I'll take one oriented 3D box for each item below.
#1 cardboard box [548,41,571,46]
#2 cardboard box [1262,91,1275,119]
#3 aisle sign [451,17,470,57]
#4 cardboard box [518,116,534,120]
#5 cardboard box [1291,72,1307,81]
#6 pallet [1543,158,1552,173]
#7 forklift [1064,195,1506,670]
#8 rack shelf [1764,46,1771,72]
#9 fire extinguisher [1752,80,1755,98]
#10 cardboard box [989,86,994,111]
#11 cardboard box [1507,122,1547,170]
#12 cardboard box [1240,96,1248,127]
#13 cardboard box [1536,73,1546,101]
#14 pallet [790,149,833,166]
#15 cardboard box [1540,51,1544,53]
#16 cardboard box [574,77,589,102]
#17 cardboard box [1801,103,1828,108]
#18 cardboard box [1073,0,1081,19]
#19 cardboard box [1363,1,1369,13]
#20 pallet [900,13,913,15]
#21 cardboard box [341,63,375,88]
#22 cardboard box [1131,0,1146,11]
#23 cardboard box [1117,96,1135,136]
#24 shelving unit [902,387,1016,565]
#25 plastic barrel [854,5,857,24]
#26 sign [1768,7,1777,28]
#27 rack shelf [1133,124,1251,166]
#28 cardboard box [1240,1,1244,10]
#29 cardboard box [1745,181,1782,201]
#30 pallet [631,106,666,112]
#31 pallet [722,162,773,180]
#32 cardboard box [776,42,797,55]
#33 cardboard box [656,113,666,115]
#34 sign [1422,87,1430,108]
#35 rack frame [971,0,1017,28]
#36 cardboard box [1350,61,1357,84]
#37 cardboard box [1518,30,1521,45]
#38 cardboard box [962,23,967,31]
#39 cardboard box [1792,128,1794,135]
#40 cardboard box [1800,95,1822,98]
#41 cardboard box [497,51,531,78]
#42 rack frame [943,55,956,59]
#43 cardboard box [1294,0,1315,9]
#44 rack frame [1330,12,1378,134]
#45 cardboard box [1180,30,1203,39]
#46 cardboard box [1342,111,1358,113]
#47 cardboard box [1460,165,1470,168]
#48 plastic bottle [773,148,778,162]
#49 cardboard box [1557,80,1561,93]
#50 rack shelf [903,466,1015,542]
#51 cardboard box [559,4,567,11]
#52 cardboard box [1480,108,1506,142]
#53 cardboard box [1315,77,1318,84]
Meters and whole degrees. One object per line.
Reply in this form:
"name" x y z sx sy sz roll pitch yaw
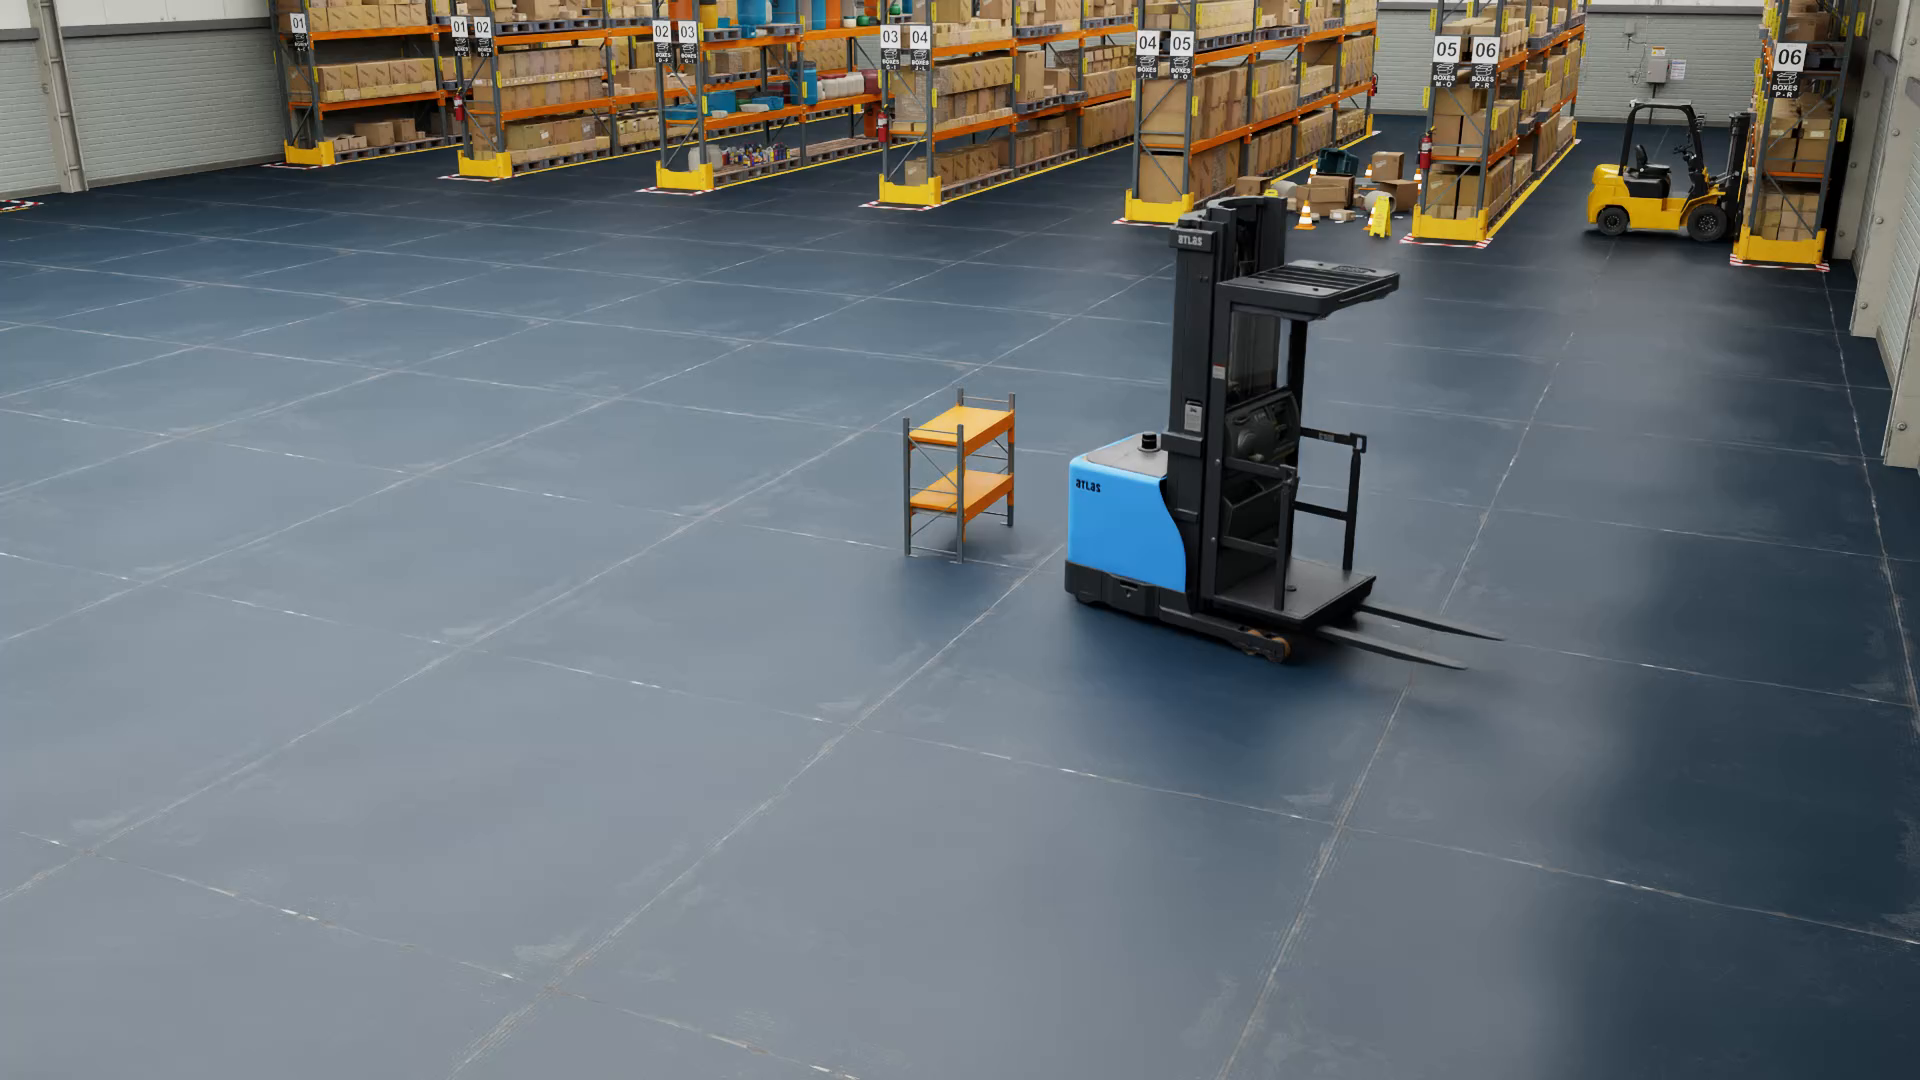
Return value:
"cardboard box" -10.612 -13.070 44.001 0.500 0.250 0.500 8 21 22
"cardboard box" 6.024 -8.757 33.465 0.500 0.500 0.500 8 21 22
"aisle sign" -10.303 -10.373 34.280 0.394 0.787 0.004 9 21 23
"cardboard box" -11.500 -11.054 43.149 0.700 0.500 0.500 9 21 23
"cardboard box" 7.366 -10.133 36.345 0.380 0.149 0.250 8 21 22
"pallet" 12.238 -8.142 36.047 1.003 0.211 1.213 9 21 23
"forklift" 2.230 -0.761 11.235 3.031 2.935 1.130 15 25 37
"rack shelf" 15.056 -8.636 29.873 1.077 0.370 4.000 9 21 23
"fire extinguisher" 18.790 -10.515 39.231 0.296 0.674 0.183 9 21 23
"cardboard box" 0.189 -8.900 33.426 0.875 0.500 0.500 9 21 23
"cardboard box" 11.704 -8.250 34.734 0.875 0.875 0.875 8 21 22
"cardboard box" 5.010 -8.235 31.924 0.875 0.550 0.550 9 21 23
"cardboard box" 11.413 -9.061 33.251 0.500 0.500 0.500 8 21 21
"pallet" -3.566 -8.601 37.340 1.003 0.211 1.213 9 21 23
"cardboard box" 13.026 -11.103 37.604 0.380 0.149 0.250 9 22 24
"cardboard box" -8.756 -10.099 37.240 0.700 0.500 0.500 8 21 22
"cardboard box" 14.145 -7.151 27.537 0.380 0.149 0.250 8 21 22
"cardboard box" 2.337 -11.729 36.600 0.500 0.500 0.500 9 22 24
"cardboard box" 9.687 -13.037 40.651 0.500 0.250 0.500 9 21 23
"pallet" -1.270 -12.840 40.901 1.003 0.211 1.213 9 21 23
"cardboard box" -13.630 -10.510 37.620 0.500 0.500 0.500 8 21 21
"cardboard box" 4.208 -13.389 41.237 0.700 0.500 0.500 7 21 20
"cardboard box" 3.698 -10.434 40.876 1.225 0.875 0.875 9 21 23
"shelving unit" 0.003 -0.532 13.286 0.538 1.125 1.048 9 21 23
"plastic barrel" -2.621 -12.306 38.951 0.421 0.512 0.421 0 20 0
"sign" 13.738 -8.827 28.095 0.100 0.325 0.005 9 21 23
"rack shelf" 4.331 -7.328 30.672 1.077 0.370 4.000 9 21 23
"cardboard box" 4.981 -9.809 30.505 0.380 0.149 0.250 9 21 24
"cardboard box" 12.905 -5.597 26.716 0.500 0.250 0.500 9 21 23
"pallet" -9.232 -12.383 47.972 1.003 0.211 1.213 9 21 23
"pallet" -4.664 -7.782 35.036 1.003 0.211 1.213 9 21 23
"cardboard box" -4.644 -13.420 45.086 0.500 0.500 0.500 9 22 24
"cardboard box" -7.138 -10.232 40.404 0.500 0.311 0.500 8 21 22
"sign" 7.571 -7.184 26.994 0.100 0.325 0.005 9 21 23
"rack frame" 0.666 -11.817 33.266 1.000 3.000 0.127 9 21 23
"cardboard box" 9.294 -11.330 40.257 0.500 0.500 0.500 8 21 22
"cardboard box" 9.344 -8.633 28.570 0.500 0.250 0.500 8 21 22
"cardboard box" -0.084 -9.743 31.541 0.380 0.149 0.250 8 21 20
"cardboard box" 12.725 -6.378 25.809 0.380 0.149 0.250 9 21 24
"cardboard box" 15.723 -8.148 30.786 0.380 0.149 0.250 8 21 22
"cardboard box" -9.573 -10.105 35.320 0.700 0.500 0.500 8 21 21
"rack frame" -0.576 -12.115 43.059 1.000 3.000 0.127 9 21 23
"cardboard box" 7.416 -11.566 35.746 0.396 0.266 0.258 9 21 23
"rack frame" 10.064 -11.947 42.586 1.000 3.000 0.127 9 21 23
"cardboard box" 3.945 -8.657 28.456 0.380 0.149 0.250 9 21 23
"cardboard box" 9.769 -10.649 41.677 0.380 0.149 0.250 8 21 21
"cardboard box" 8.583 -6.257 28.945 0.500 0.500 0.500 8 21 21
"plastic bottle" -3.960 -8.247 35.578 0.061 0.283 0.133 10 22 26
"cardboard box" 12.827 -9.919 36.361 0.500 0.250 0.500 9 22 24
"rack shelf" 0.003 -0.302 13.368 0.538 0.278 1.000 9 21 23
"cardboard box" -9.038 -11.703 36.720 0.500 0.311 0.500 7 21 20
"cardboard box" 8.933 -7.016 28.128 0.500 0.500 0.500 8 21 22
"cardboard box" 7.802 -10.318 37.310 0.380 0.149 0.250 9 22 25
